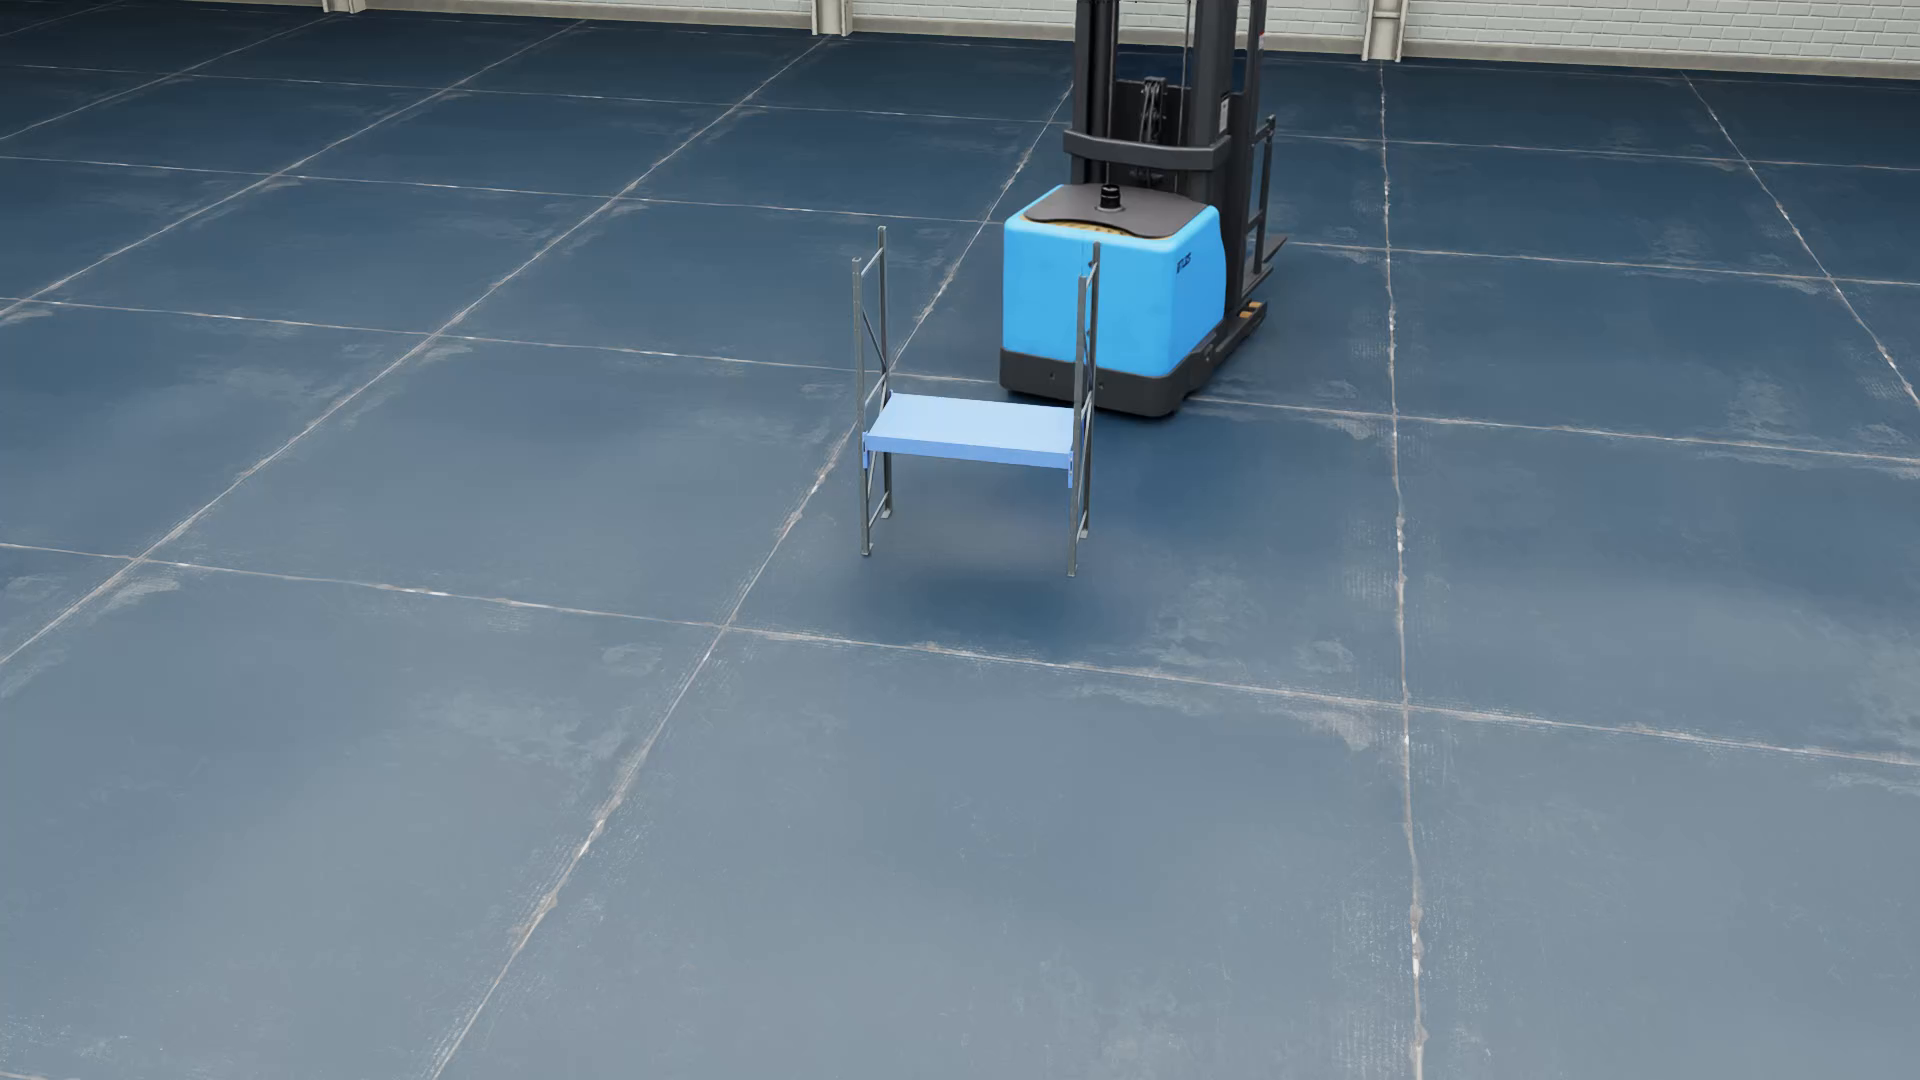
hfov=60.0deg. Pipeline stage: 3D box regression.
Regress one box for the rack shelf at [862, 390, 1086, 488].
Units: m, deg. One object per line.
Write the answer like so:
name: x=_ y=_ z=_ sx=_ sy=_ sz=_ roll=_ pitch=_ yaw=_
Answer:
rack shelf: x=0.083 y=-0.492 z=7.961 sx=1.000 sy=0.185 sz=0.538 roll=6 pitch=29 yaw=11

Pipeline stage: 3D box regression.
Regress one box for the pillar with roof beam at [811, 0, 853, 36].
pillar with roof beam: x=-2.325 y=-7.615 z=12.789 sx=0.400 sy=9.000 sz=9.100 roll=6 pitch=29 yaw=11

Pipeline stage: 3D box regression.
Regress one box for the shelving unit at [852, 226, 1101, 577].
shelving unit: x=0.083 y=-0.649 z=7.874 sx=1.048 sy=1.500 sz=0.538 roll=6 pitch=29 yaw=11

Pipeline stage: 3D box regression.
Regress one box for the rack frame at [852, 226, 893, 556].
rack frame: x=-0.414 y=-0.700 z=7.967 sx=0.032 sy=1.500 sz=0.500 roll=6 pitch=29 yaw=11

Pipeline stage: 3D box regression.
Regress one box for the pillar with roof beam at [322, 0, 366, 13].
pillar with roof beam: x=-8.193 y=-8.217 z=13.888 sx=0.400 sy=9.000 sz=9.100 roll=6 pitch=29 yaw=11

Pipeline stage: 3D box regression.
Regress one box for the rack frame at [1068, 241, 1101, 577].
rack frame: x=0.581 y=-0.598 z=7.781 sx=0.032 sy=1.500 sz=0.500 roll=6 pitch=29 yaw=11

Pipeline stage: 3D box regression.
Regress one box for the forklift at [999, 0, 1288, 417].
forklift: x=1.336 y=-2.663 z=10.062 sx=1.130 sy=2.935 sz=3.031 roll=13 pitch=31 yaw=23

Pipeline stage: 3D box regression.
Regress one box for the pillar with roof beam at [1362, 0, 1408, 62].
pillar with roof beam: x=3.543 y=-7.014 z=11.690 sx=0.400 sy=9.000 sz=9.100 roll=6 pitch=29 yaw=11
